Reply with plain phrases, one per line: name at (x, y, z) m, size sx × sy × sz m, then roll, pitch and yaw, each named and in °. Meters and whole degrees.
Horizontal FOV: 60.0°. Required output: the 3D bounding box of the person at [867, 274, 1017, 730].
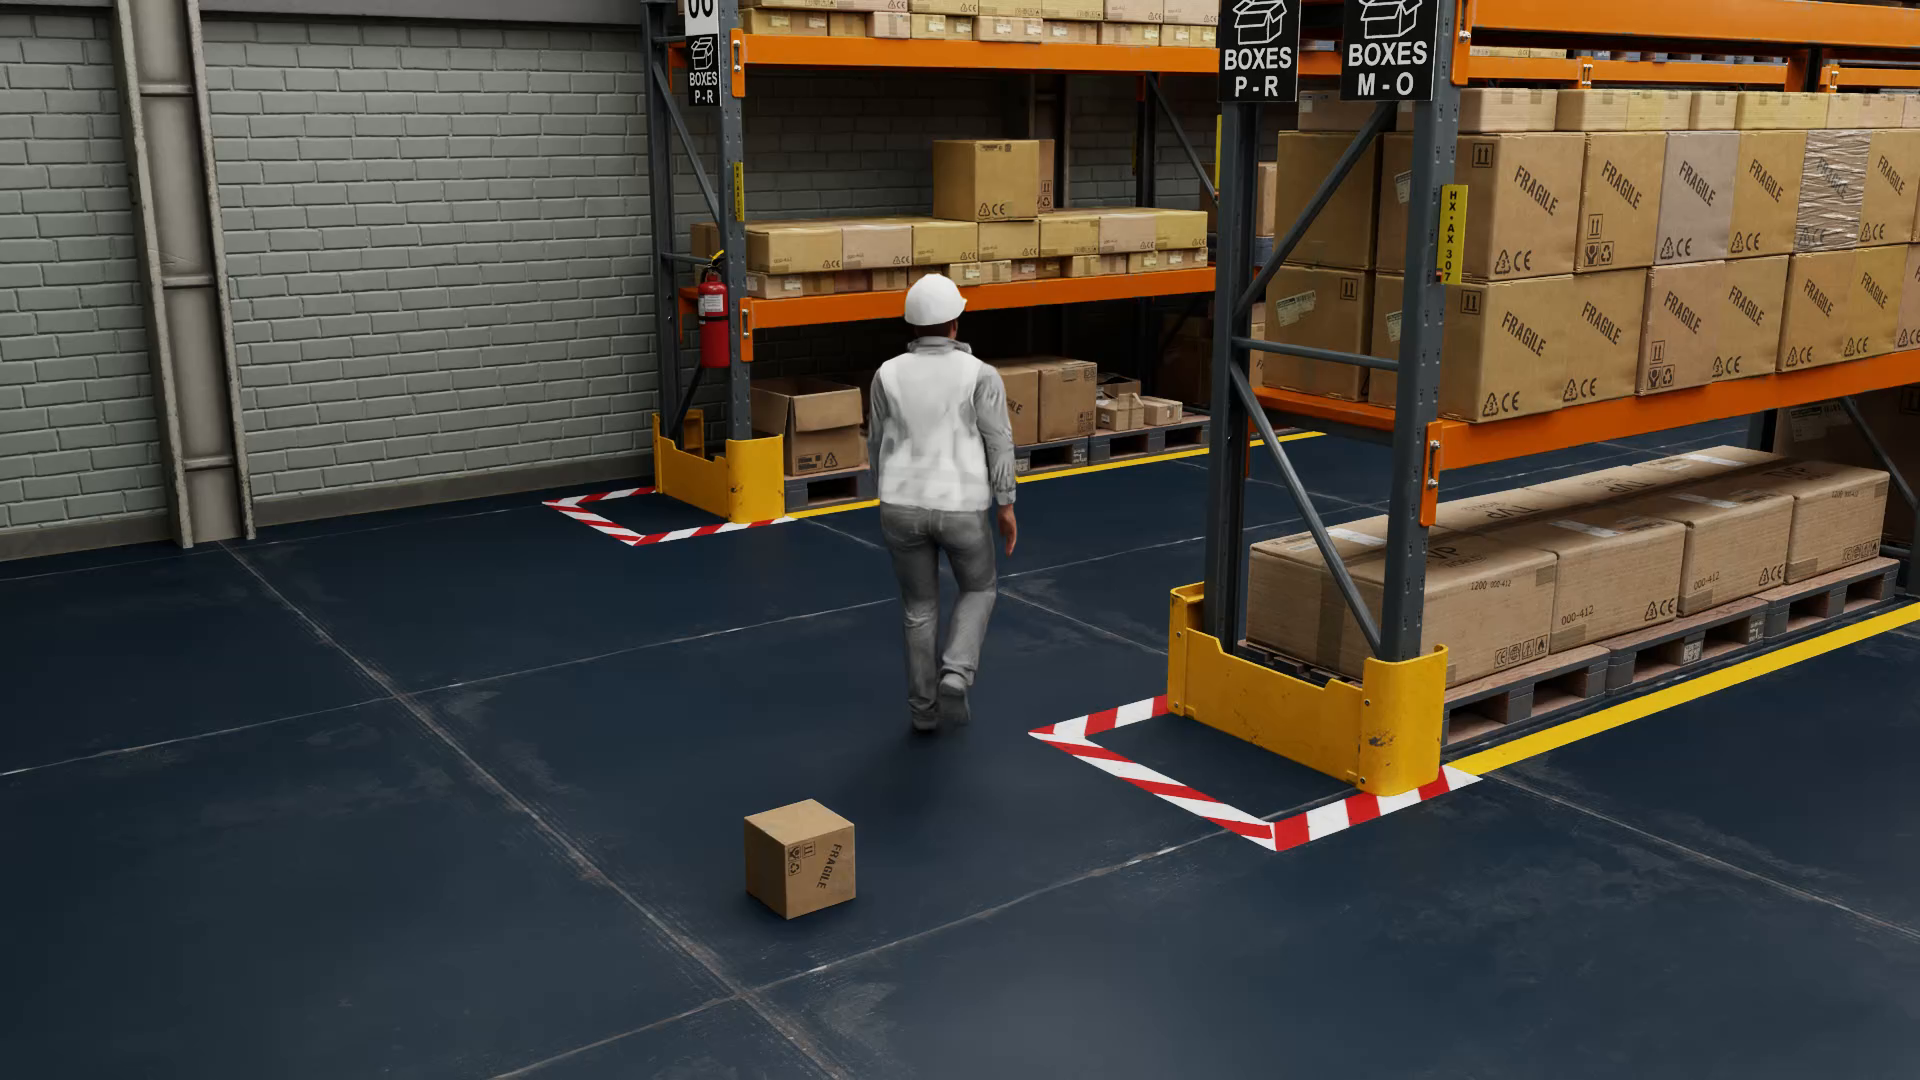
person at (-0.068, -0.133, 6.388) m, size 0.599 × 1.758 × 0.518 m, roll 2°, pitch 14°, yaw 7°
